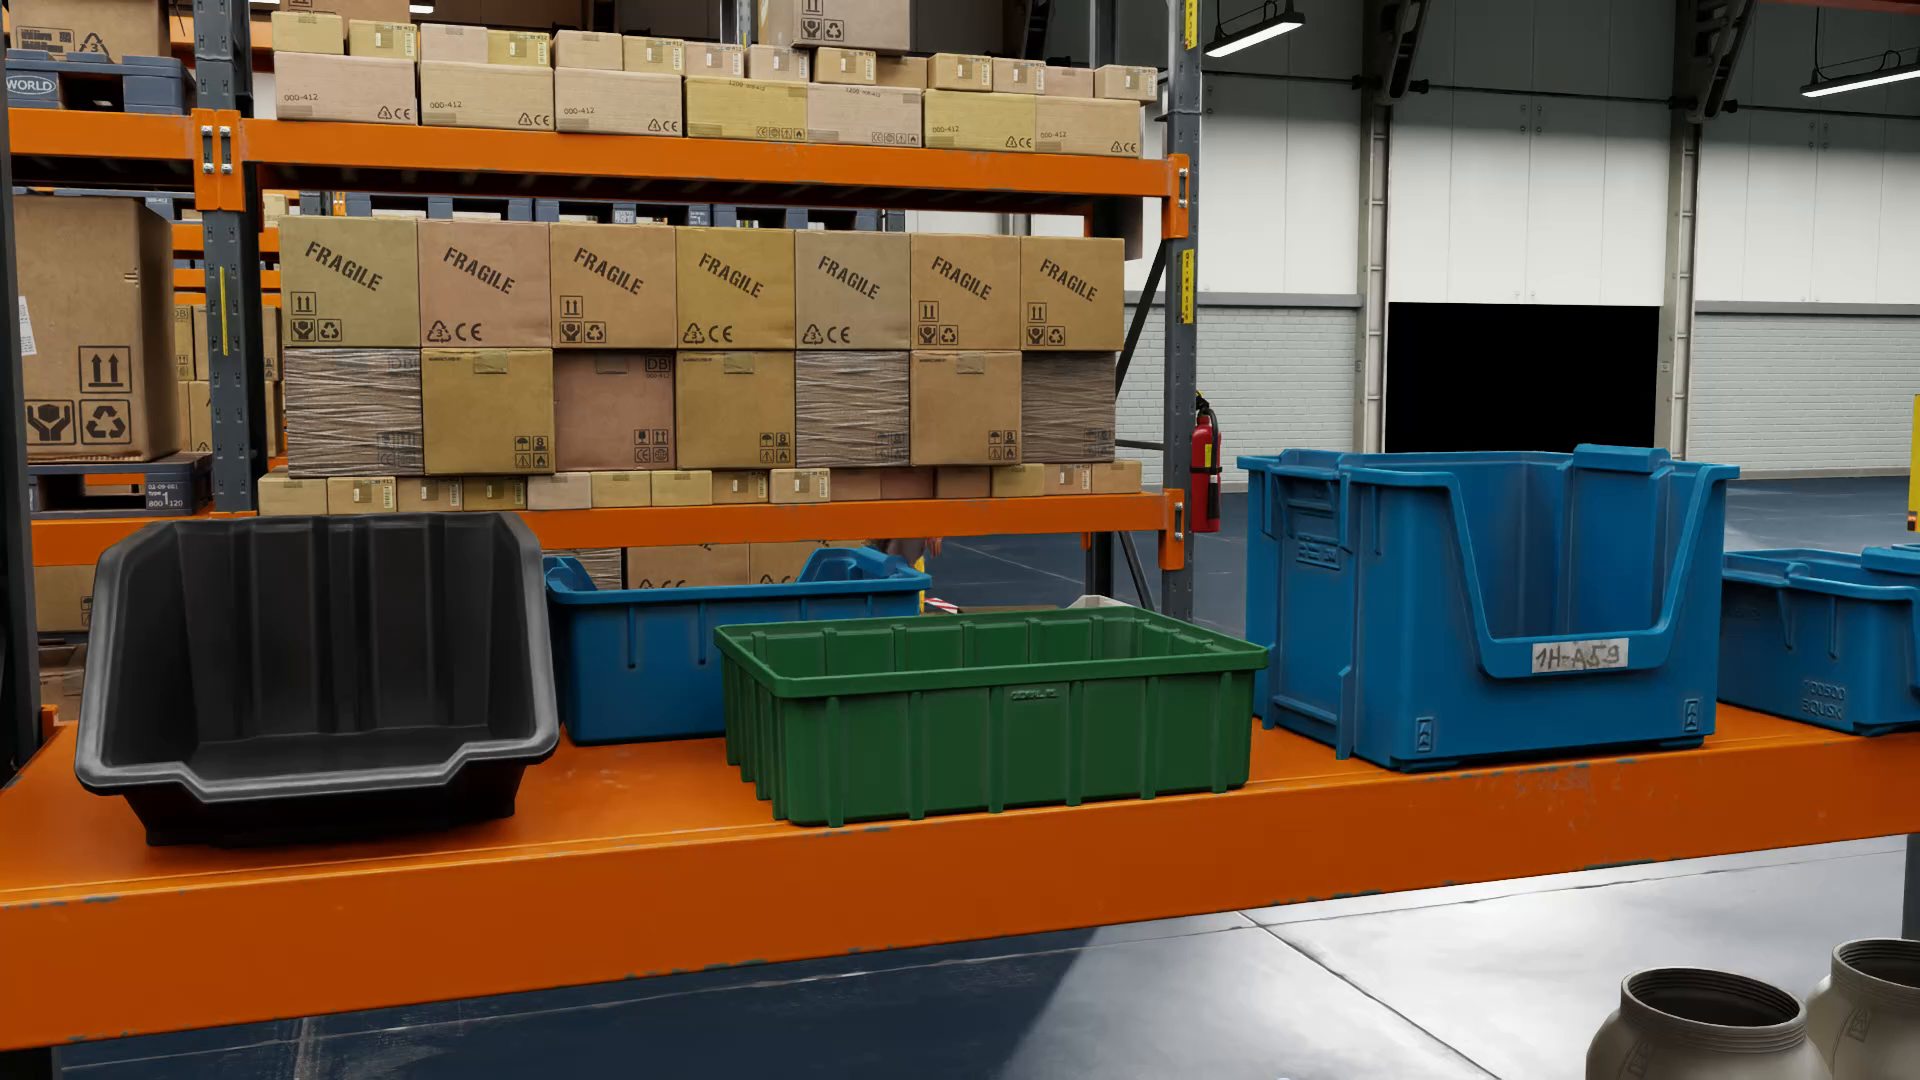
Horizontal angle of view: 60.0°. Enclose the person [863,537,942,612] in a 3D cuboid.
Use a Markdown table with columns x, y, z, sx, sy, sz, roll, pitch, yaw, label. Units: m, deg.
| x | y | z | sx | sy | sz | roll | pitch | yaw | label |
| --- | --- | --- | --- | --- | --- | --- | --- | --- | --- |
| -0.390 | -0.038 | 10.152 | 0.529 | 1.704 | 0.564 | -5 | 8 | -41 | person |
